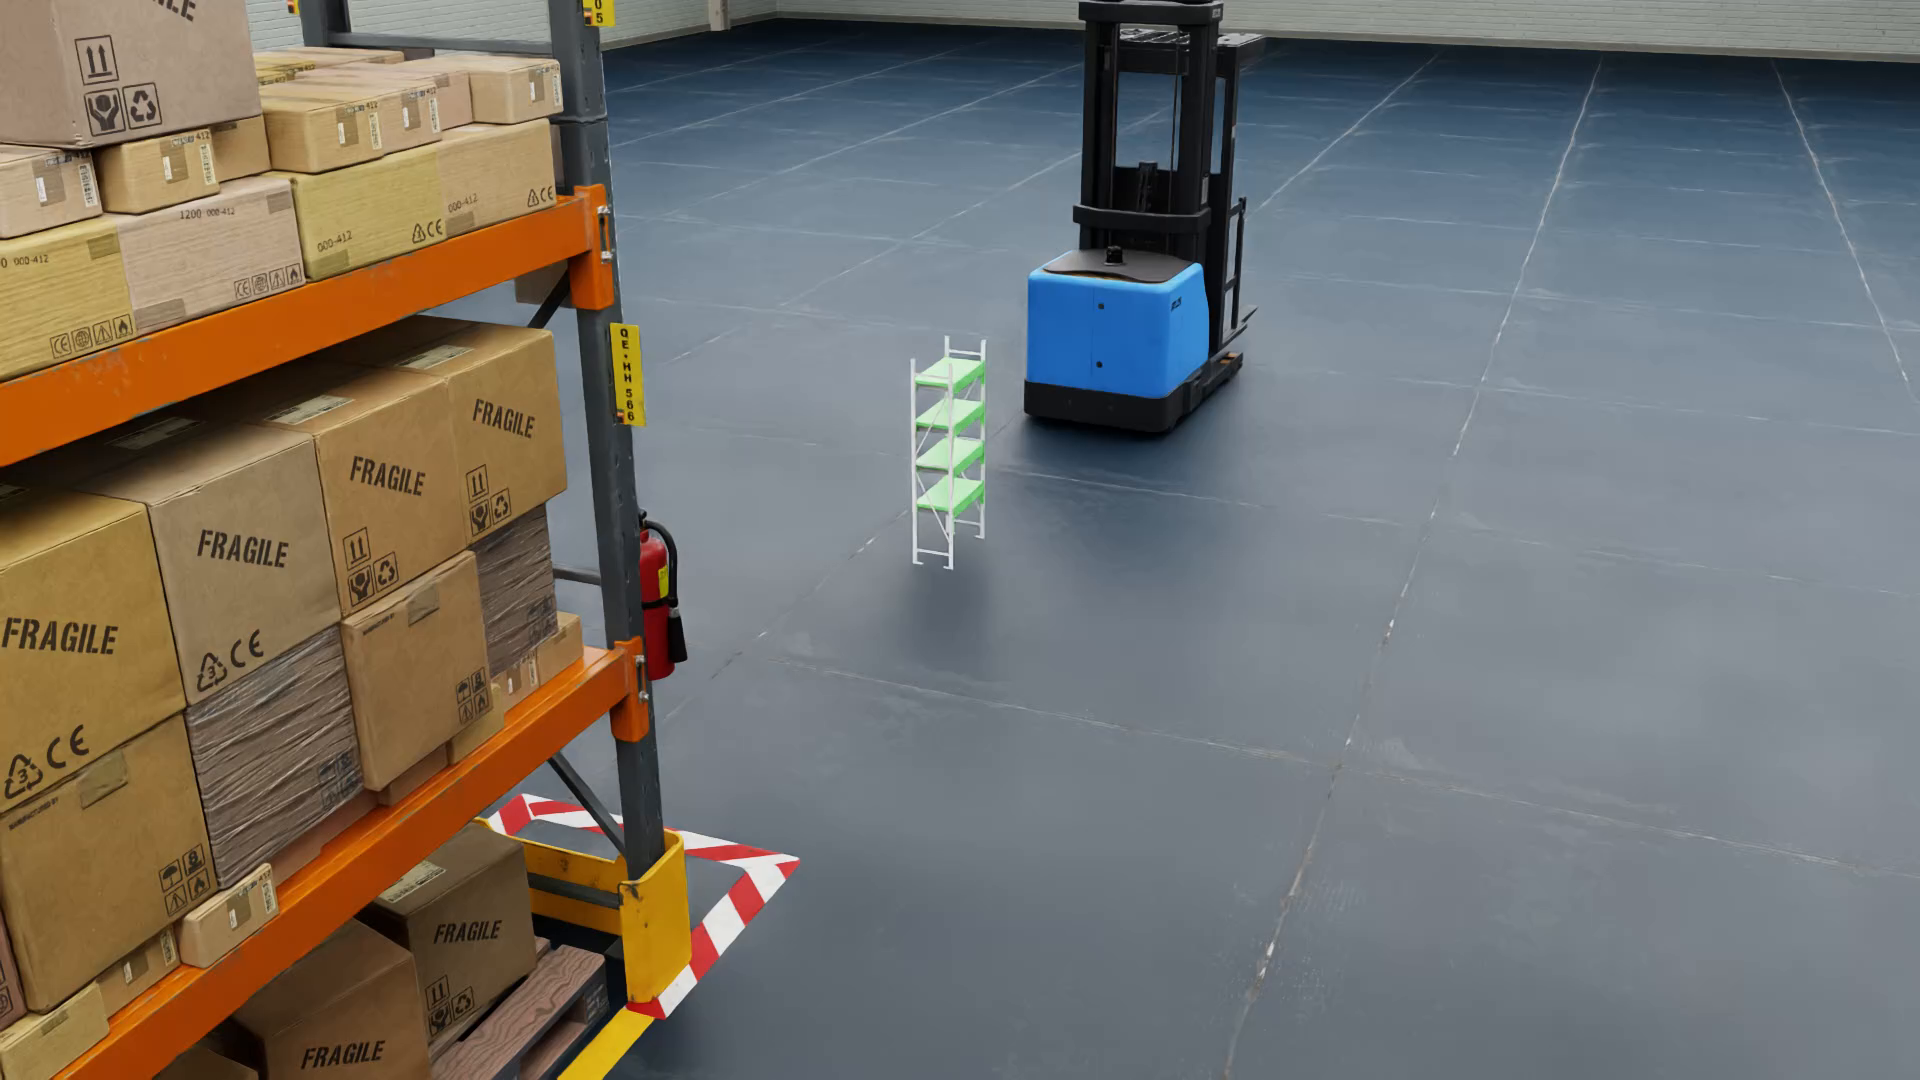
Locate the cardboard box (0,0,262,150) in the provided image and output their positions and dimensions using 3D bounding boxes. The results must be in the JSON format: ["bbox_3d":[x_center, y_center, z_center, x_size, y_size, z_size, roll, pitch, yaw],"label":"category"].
[{"bbox_3d":[-1.881,-1.126,3.499,0.500,0.500,0.500,9,24,20],"label":"cardboard box"}]

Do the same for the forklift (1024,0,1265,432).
[{"bbox_3d":[1.530,-2.621,12.223,1.130,2.935,3.031,10,25,23],"label":"forklift"}]

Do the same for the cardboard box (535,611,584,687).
[{"bbox_3d":[-1.454,0.328,5.398,0.380,0.149,0.250,9,24,20],"label":"cardboard box"}]

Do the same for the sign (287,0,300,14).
[{"bbox_3d":[-2.044,-1.784,5.104,0.100,0.325,0.005,9,24,20],"label":"sign"}]

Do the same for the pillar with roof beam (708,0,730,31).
[{"bbox_3d":[-1.306,-14.815,33.541,9.100,9.000,0.400,9,24,20],"label":"pillar with roof beam"}]

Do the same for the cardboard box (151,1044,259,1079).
[{"bbox_3d":[-2.228,1.702,4.482,0.500,0.500,0.500,11,25,25],"label":"cardboard box"}]

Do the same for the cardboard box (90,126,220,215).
[{"bbox_3d":[-1.844,-0.809,3.581,0.380,0.149,0.250,8,24,17],"label":"cardboard box"}]

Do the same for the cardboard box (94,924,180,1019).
[{"bbox_3d":[-2.071,0.960,3.887,0.380,0.149,0.250,9,24,20],"label":"cardboard box"}]

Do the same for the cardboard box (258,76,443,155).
[{"bbox_3d":[-1.559,-1.084,4.239,0.380,0.149,0.250,8,24,18],"label":"cardboard box"}]

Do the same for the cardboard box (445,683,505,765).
[{"bbox_3d":[-1.593,0.515,4.952,0.380,0.149,0.250,9,24,20],"label":"cardboard box"}]

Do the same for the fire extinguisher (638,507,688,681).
[{"bbox_3d":[-1.070,0.142,5.620,0.296,0.674,0.183,9,24,20],"label":"fire extinguisher"}]

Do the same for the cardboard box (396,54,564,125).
[{"bbox_3d":[-1.354,-1.274,4.694,0.380,0.149,0.250,9,24,20],"label":"cardboard box"}]

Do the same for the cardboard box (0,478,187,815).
[{"bbox_3d":[-2.077,0.204,3.556,0.500,0.500,0.500,9,24,20],"label":"cardboard box"}]

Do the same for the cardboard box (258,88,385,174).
[{"bbox_3d":[-1.630,-0.991,4.016,0.380,0.149,0.250,9,24,20],"label":"cardboard box"}]

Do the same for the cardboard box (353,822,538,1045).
[{"bbox_3d":[-1.788,1.262,5.536,0.500,0.500,0.500,14,26,30],"label":"cardboard box"}]

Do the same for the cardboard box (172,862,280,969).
[{"bbox_3d":[-1.914,0.880,4.077,0.380,0.149,0.250,9,24,20],"label":"cardboard box"}]

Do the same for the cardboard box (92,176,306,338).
[{"bbox_3d":[-1.864,-0.664,3.750,0.500,0.250,0.500,9,24,21],"label":"cardboard box"}]

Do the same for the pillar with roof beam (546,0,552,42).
[{"bbox_3d":[-3.535,-12.667,28.401,9.100,9.000,0.400,9,24,20],"label":"pillar with roof beam"}]

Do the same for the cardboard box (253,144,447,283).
[{"bbox_3d":[-1.666,-0.846,4.186,0.500,0.250,0.500,9,24,20],"label":"cardboard box"}]

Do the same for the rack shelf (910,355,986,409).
[{"bbox_3d":[-0.062,-0.878,9.217,0.258,0.148,0.480,9,24,20],"label":"rack shelf"}]

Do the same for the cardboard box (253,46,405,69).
[{"bbox_3d":[-1.857,-1.352,4.882,0.380,0.149,0.250,9,24,20],"label":"cardboard box"}]

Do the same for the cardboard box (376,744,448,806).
[{"bbox_3d":[-1.700,0.602,4.743,0.380,0.149,0.250,9,24,20],"label":"cardboard box"}]

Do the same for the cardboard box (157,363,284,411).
[{"bbox_3d":[-2.190,-0.228,4.591,0.500,0.500,0.500,9,24,20],"label":"cardboard box"}]

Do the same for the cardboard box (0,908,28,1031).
[{"bbox_3d":[-2.491,0.810,3.405,0.875,0.500,0.500,9,24,20],"label":"cardboard box"}]

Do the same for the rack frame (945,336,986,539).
[{"bbox_3d":[0.029,-0.582,9.586,0.240,1.200,0.015,9,24,20],"label":"rack frame"}]

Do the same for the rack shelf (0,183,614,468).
[{"bbox_3d":[-2.283,-0.256,3.512,1.077,0.370,4.000,9,24,20],"label":"rack shelf"}]

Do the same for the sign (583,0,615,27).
[{"bbox_3d":[-1.032,-1.625,4.708,0.100,0.325,0.005,9,24,20],"label":"sign"}]

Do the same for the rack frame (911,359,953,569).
[{"bbox_3d":[-0.152,-0.407,9.168,0.240,1.200,0.015,9,24,20],"label":"rack frame"}]

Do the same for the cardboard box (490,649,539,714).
[{"bbox_3d":[-1.548,0.418,5.184,0.380,0.149,0.250,9,24,20],"label":"cardboard box"}]

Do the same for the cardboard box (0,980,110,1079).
[{"bbox_3d":[-2.122,1.056,3.657,0.380,0.149,0.250,9,24,20],"label":"cardboard box"}]

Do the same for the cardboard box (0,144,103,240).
[{"bbox_3d":[-1.989,-0.718,3.363,0.380,0.149,0.250,7,24,17],"label":"cardboard box"}]

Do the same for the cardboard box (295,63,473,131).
[{"bbox_3d":[-1.559,-1.198,4.511,0.380,0.149,0.250,8,24,18],"label":"cardboard box"}]

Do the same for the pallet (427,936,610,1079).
[{"bbox_3d":[-1.903,1.680,5.453,1.003,0.211,1.213,9,24,20],"label":"pallet"}]

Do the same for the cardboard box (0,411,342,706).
[{"bbox_3d":[-1.883,0.027,3.981,0.500,0.500,0.500,9,24,20],"label":"cardboard box"}]

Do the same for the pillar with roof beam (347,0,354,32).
[{"bbox_3d":[-5.763,-10.520,23.261,9.100,9.000,0.400,9,24,20],"label":"pillar with roof beam"}]

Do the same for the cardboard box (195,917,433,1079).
[{"bbox_3d":[-1.978,1.480,5.012,0.500,0.500,0.500,16,28,34],"label":"cardboard box"}]

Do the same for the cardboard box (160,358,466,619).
[{"bbox_3d":[-1.695,-0.152,4.409,0.500,0.500,0.500,9,24,20],"label":"cardboard box"}]

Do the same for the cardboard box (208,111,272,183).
[{"bbox_3d":[-1.838,-0.920,3.846,0.380,0.149,0.250,9,24,21],"label":"cardboard box"}]

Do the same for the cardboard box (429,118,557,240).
[{"bbox_3d":[-1.483,-1.025,4.615,0.500,0.250,0.500,9,24,21],"label":"cardboard box"}]

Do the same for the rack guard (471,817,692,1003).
[{"bbox_3d":[-1.568,1.262,6.081,1.175,0.500,0.348,9,24,20],"label":"rack guard"}]

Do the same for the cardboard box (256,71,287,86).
[{"bbox_3d":[-2.023,-1.166,4.434,0.380,0.149,0.250,8,24,19],"label":"cardboard box"}]

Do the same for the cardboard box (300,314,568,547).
[{"bbox_3d":[-1.515,-0.332,4.839,0.500,0.500,0.500,9,24,20],"label":"cardboard box"}]

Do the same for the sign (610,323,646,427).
[{"bbox_3d":[-1.032,-0.513,5.173,0.100,0.325,0.005,9,24,20],"label":"sign"}]

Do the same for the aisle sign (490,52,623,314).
[{"bbox_3d":[-1.239,-1.098,5.114,0.394,0.787,0.004,9,24,20],"label":"aisle sign"}]

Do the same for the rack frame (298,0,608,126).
[{"bbox_3d":[-1.540,-2.687,4.508,1.000,3.000,0.127,9,24,20],"label":"rack frame"}]

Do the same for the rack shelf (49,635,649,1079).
[{"bbox_3d":[-2.283,1.129,4.090,1.077,0.370,4.000,9,24,20],"label":"rack shelf"}]

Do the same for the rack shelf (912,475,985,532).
[{"bbox_3d":[-0.061,-0.214,9.494,0.258,0.148,0.480,9,24,20],"label":"rack shelf"}]

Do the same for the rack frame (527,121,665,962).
[{"bbox_3d":[-1.540,0.081,5.664,1.000,3.000,0.127,9,24,20],"label":"rack frame"}]

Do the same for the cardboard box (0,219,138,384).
[{"bbox_3d":[-2.046,-0.483,3.318,0.500,0.250,0.500,8,24,19],"label":"cardboard box"}]

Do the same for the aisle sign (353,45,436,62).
[{"bbox_3d":[-1.796,-1.184,5.319,0.394,0.787,0.004,9,24,20],"label":"aisle sign"}]

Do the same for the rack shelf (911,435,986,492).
[{"bbox_3d":[-0.061,-0.435,9.402,0.258,0.148,0.480,9,24,20],"label":"rack shelf"}]

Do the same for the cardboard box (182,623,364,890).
[{"bbox_3d":[-2.070,0.459,4.243,0.875,0.500,0.500,9,24,20],"label":"cardboard box"}]

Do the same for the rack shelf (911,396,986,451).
[{"bbox_3d":[-0.061,-0.657,9.309,0.258,0.148,0.480,9,24,20],"label":"rack shelf"}]

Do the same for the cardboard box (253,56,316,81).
[{"bbox_3d":[-2.043,-1.274,4.693,0.380,0.149,0.250,9,24,21],"label":"cardboard box"}]

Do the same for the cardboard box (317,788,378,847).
[{"bbox_3d":[-1.831,0.685,4.543,0.380,0.149,0.250,9,24,20],"label":"cardboard box"}]

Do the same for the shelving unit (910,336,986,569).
[{"bbox_3d":[-0.061,-0.494,9.377,0.258,1.200,0.503,9,24,20],"label":"shelving unit"}]

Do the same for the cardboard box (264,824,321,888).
[{"bbox_3d":[-1.903,0.778,4.321,0.380,0.149,0.250,9,24,20],"label":"cardboard box"}]

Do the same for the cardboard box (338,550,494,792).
[{"bbox_3d":[-1.844,0.287,4.657,0.875,0.500,0.500,9,24,20],"label":"cardboard box"}]

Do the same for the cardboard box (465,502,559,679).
[{"bbox_3d":[-1.770,0.090,5.126,0.875,0.500,0.500,9,24,20],"label":"cardboard box"}]

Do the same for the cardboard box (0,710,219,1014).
[{"bbox_3d":[-2.267,0.637,3.819,0.875,0.500,0.500,9,24,20],"label":"cardboard box"}]
